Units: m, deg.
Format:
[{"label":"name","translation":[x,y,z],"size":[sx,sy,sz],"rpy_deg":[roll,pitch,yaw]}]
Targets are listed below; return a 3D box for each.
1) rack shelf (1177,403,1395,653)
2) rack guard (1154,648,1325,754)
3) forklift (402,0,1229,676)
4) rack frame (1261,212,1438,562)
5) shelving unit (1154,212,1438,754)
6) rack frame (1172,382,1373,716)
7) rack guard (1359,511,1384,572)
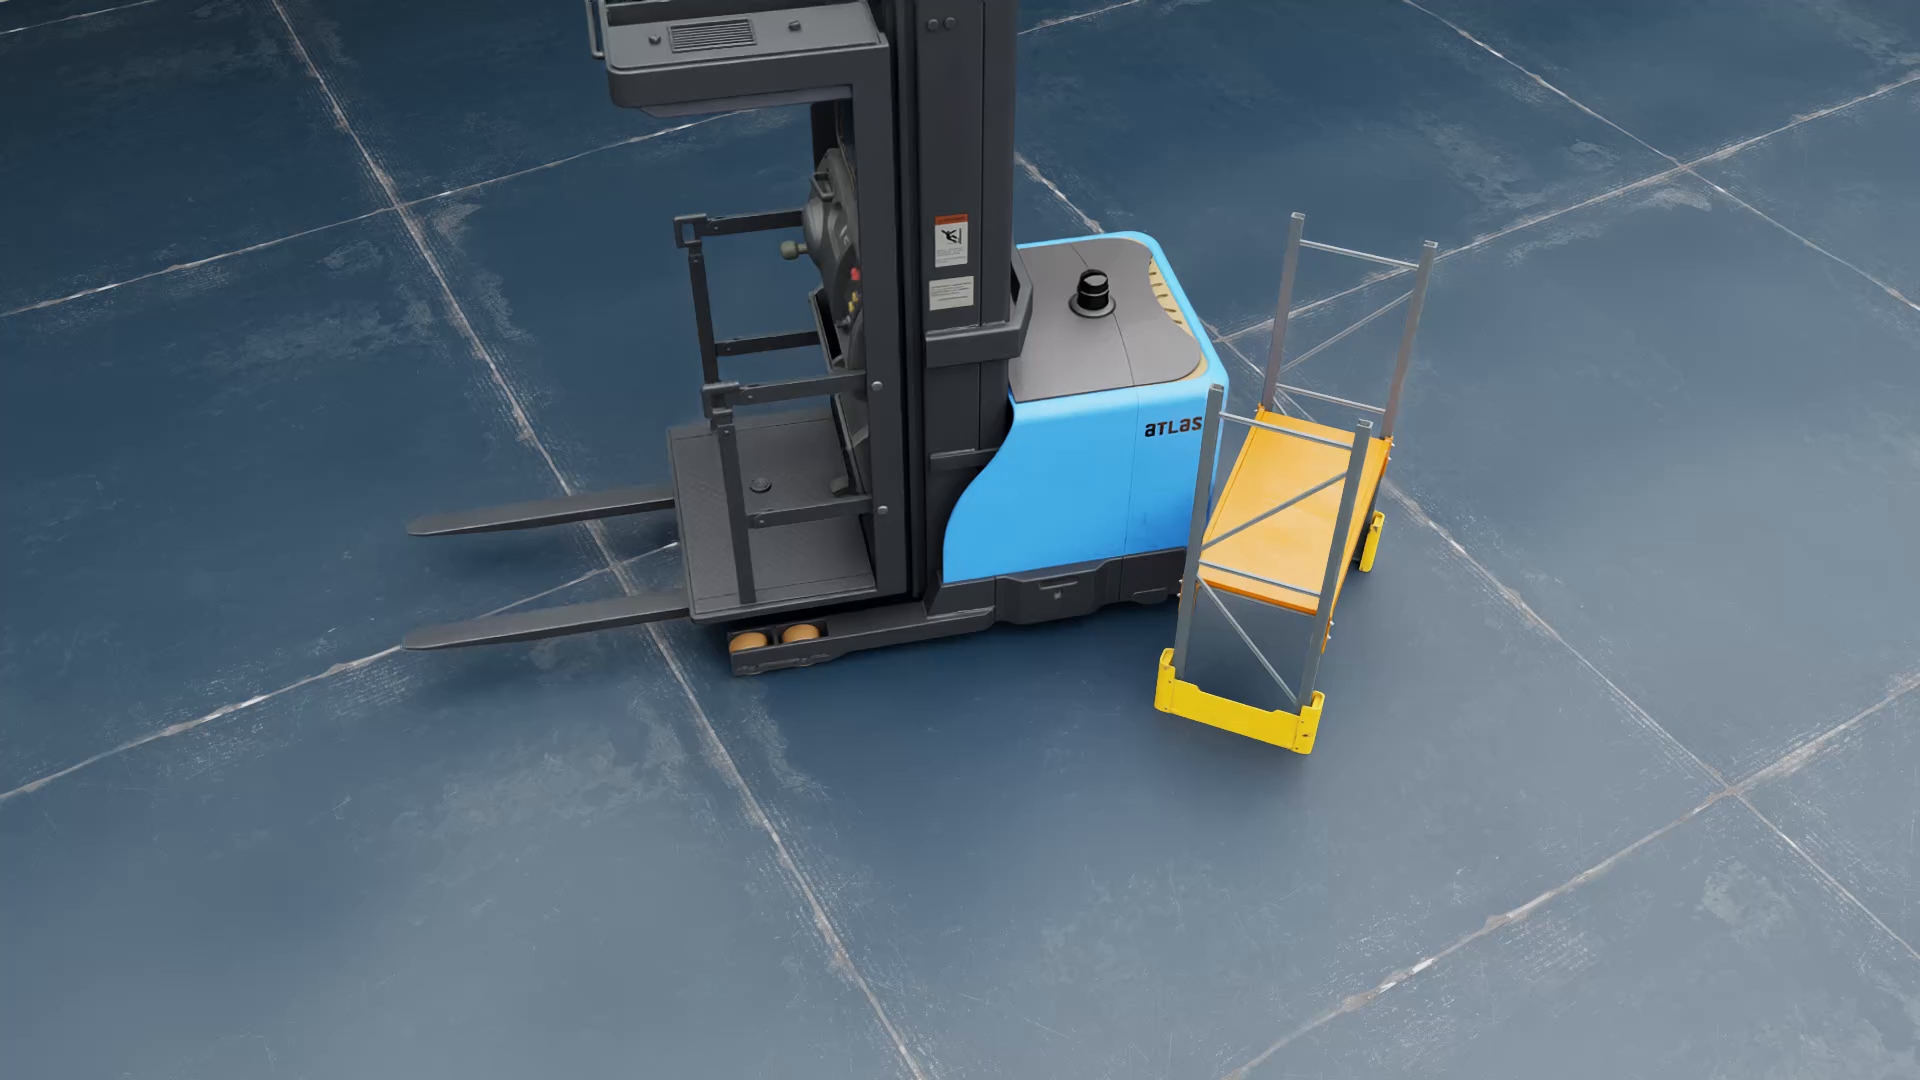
[{"label":"rack shelf","translation":[1.189,-0.068,6.001],"size":[0.538,0.185,1.000],"rpy_deg":[16,46,16]},{"label":"rack guard","translation":[0.996,0.579,5.974],"size":[0.587,0.250,0.087],"rpy_deg":[16,46,16]},{"label":"forklift","translation":[-0.611,-0.950,5.624],"size":[3.031,2.935,1.130],"rpy_deg":[-9,45,-9]},{"label":"rack frame","translation":[1.382,-0.524,6.213],"size":[0.500,1.500,0.032],"rpy_deg":[16,46,16]},{"label":"shelving unit","translation":[1.185,-0.191,5.870],"size":[0.587,1.500,1.083],"rpy_deg":[16,46,16]},{"label":"rack frame","translation":[0.996,0.131,5.538],"size":[0.500,1.500,0.032],"rpy_deg":[16,46,16]},{"label":"rack guard","translation":[1.375,-0.063,6.636],"size":[0.587,0.250,0.087],"rpy_deg":[16,46,16]}]
